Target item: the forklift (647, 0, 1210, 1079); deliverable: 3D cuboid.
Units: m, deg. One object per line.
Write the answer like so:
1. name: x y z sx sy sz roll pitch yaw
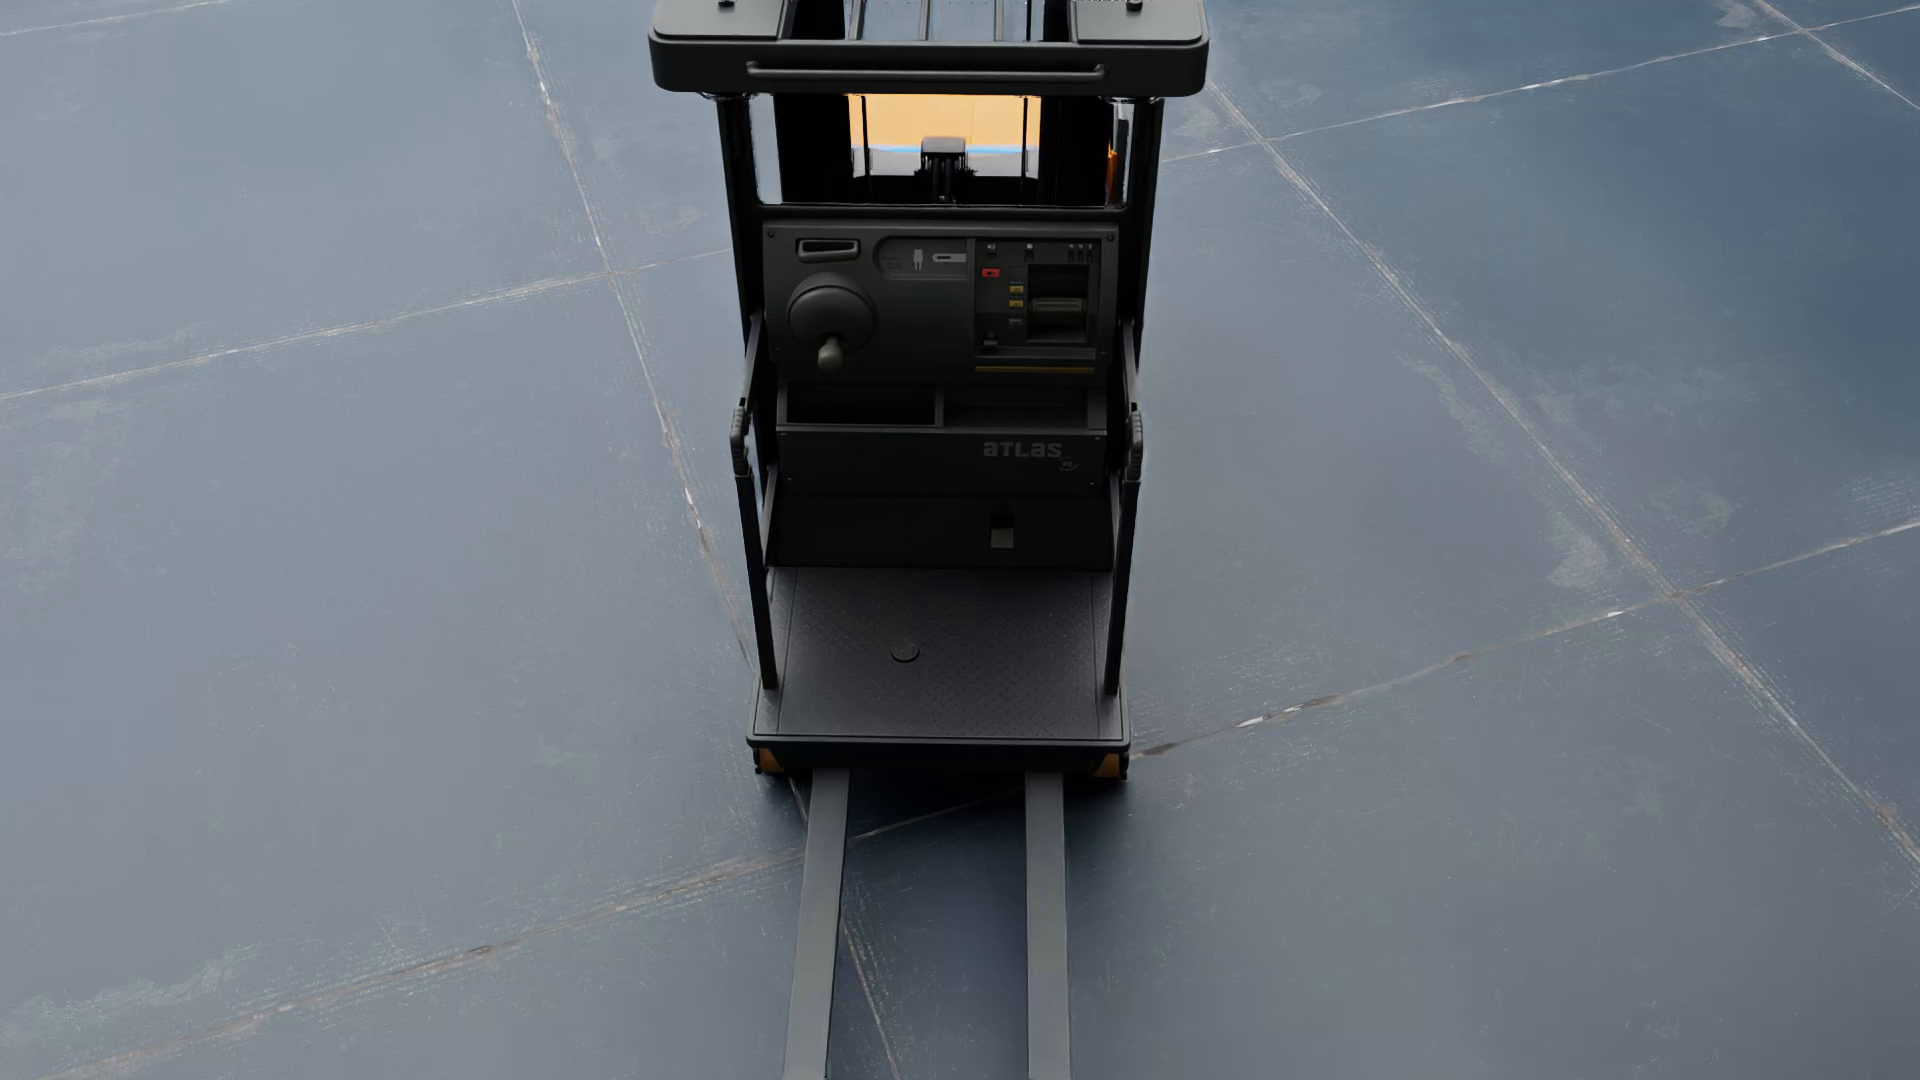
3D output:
1. forklift: -0.053 -0.548 4.227 1.130 2.935 3.031 1 45 1

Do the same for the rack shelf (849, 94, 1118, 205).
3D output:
1. rack shelf: 0.046 -1.413 5.949 1.000 0.278 0.538 2 45 1

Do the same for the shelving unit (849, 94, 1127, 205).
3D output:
1. shelving unit: 0.046 -1.206 6.156 1.048 1.125 0.538 2 45 1

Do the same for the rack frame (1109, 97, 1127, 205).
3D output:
1. rack frame: 0.554 -1.192 6.143 0.032 1.125 0.500 2 45 1
